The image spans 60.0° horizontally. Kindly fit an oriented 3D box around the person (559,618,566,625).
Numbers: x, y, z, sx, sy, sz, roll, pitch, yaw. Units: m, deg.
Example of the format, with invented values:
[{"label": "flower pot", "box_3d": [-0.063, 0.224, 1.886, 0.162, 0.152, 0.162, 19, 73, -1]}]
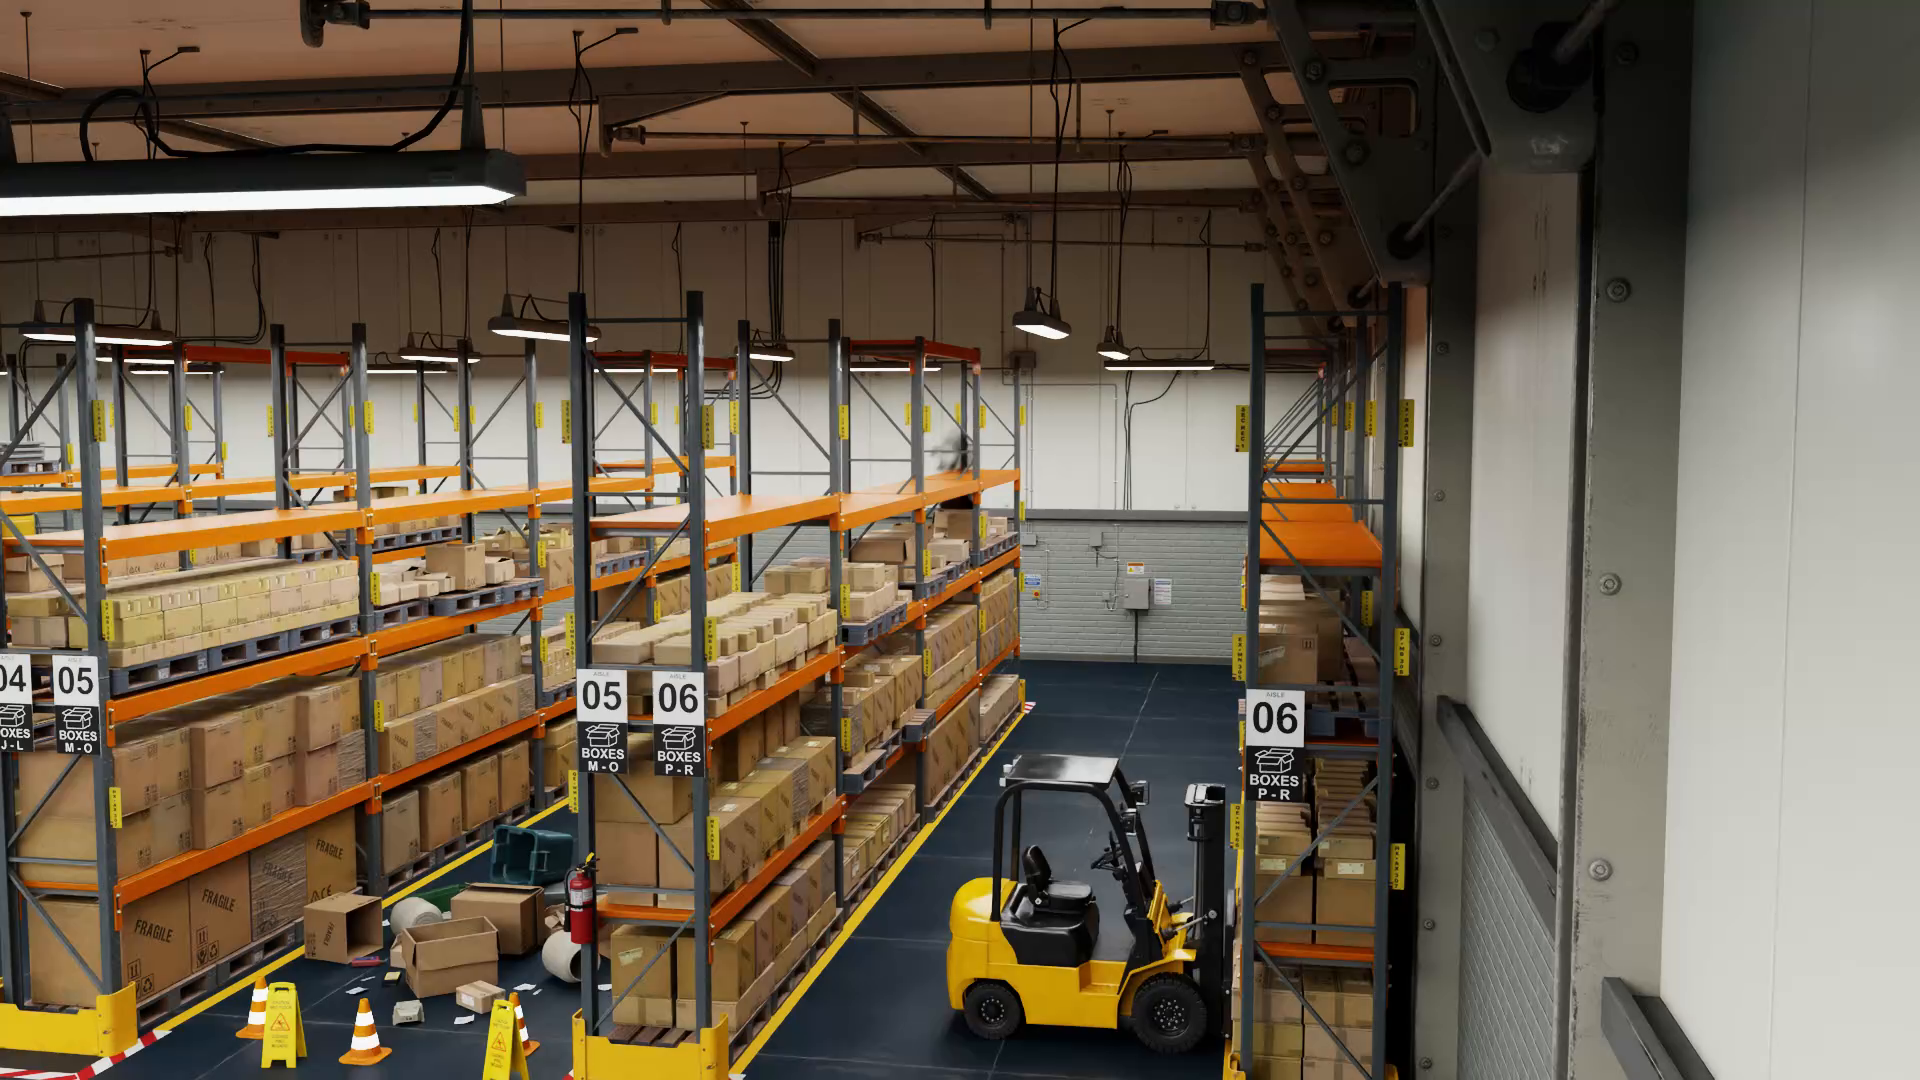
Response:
[{"label": "person", "box_3d": [-6.390, 2.126, 27.133, 0.670, 1.731, 0.957, 1, 5, 10]}]
